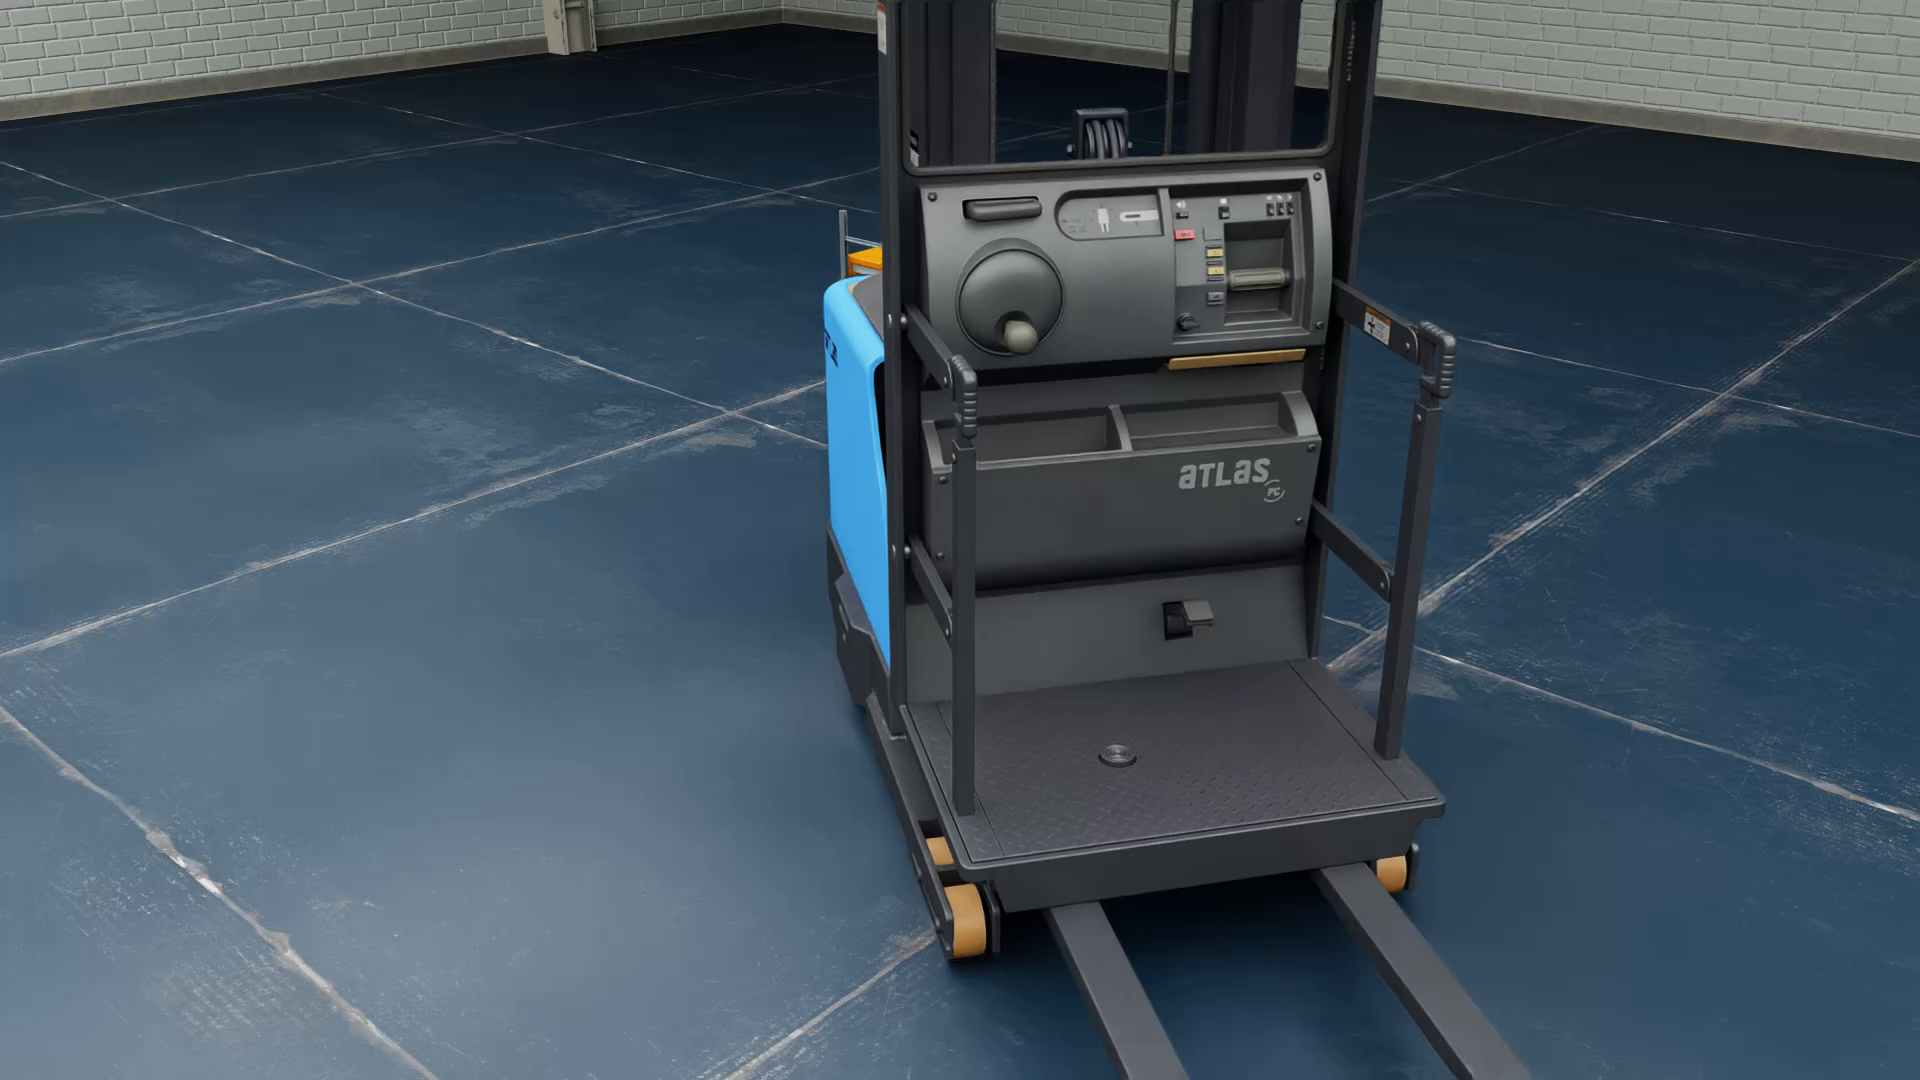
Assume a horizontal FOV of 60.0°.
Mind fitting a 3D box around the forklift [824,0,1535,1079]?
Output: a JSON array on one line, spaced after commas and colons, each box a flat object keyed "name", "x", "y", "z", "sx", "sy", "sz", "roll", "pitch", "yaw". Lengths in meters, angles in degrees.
[{"name": "forklift", "x": 0.427, "y": -0.581, "z": 3.464, "sx": 1.130, "sy": 2.935, "sz": 3.031, "roll": -6, "pitch": 25, "yaw": -12}]

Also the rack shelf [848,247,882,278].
[{"name": "rack shelf", "x": -0.110, "y": -0.856, "z": 5.231, "sx": 0.258, "sy": 0.148, "sz": 0.480, "roll": 20, "pitch": 31, "yaw": 38}]

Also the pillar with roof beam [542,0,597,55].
[{"name": "pillar with roof beam", "x": -0.684, "y": -7.833, "z": 12.221, "sx": 9.100, "sy": 9.000, "sz": 0.400, "roll": 20, "pitch": 31, "yaw": 38}]

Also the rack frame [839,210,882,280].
[{"name": "rack frame", "x": -0.273, "y": -0.423, "z": 5.226, "sx": 0.240, "sy": 1.200, "sz": 0.015, "roll": 20, "pitch": 31, "yaw": 38}]

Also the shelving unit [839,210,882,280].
[{"name": "shelving unit", "x": -0.110, "y": -0.497, "z": 5.392, "sx": 0.258, "sy": 1.200, "sz": 0.503, "roll": 20, "pitch": 31, "yaw": 38}]
